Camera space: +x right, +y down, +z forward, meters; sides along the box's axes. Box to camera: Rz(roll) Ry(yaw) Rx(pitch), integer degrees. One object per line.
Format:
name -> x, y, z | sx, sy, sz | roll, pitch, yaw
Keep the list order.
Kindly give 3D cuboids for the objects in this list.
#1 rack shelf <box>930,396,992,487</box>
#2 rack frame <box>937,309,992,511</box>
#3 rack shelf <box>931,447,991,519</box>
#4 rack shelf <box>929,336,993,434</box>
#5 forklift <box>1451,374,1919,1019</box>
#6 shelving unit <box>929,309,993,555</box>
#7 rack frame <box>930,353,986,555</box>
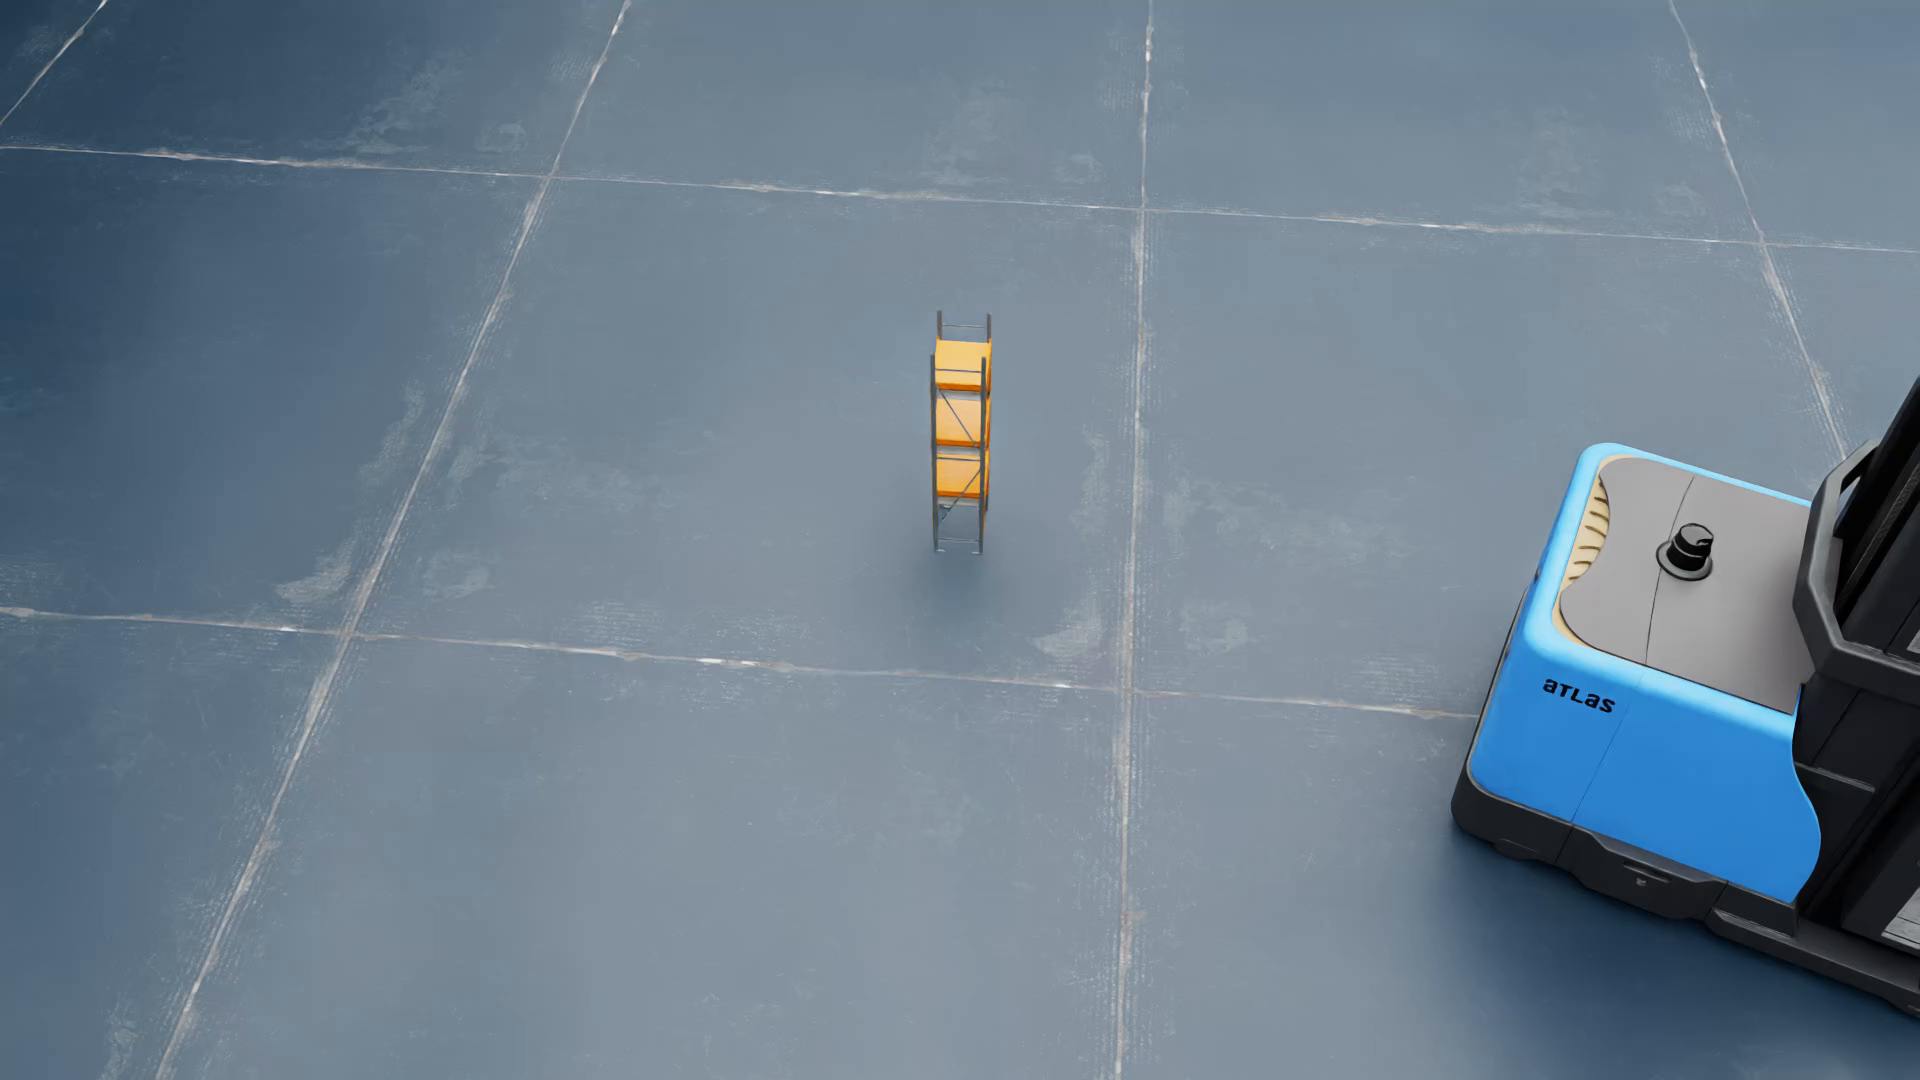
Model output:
rack shelf -> 0.005, -0.386, 6.406 | 0.215, 0.259, 0.240 | 4, 48, 4
rack frame -> 0.016, -0.483, 6.481 | 0.200, 1.050, 0.008 | 4, 48, 4
rack shelf -> 0.005, -0.199, 6.611 | 0.215, 0.259, 0.240 | 4, 48, 4
rack shelf -> 0.005, -0.578, 6.197 | 0.215, 0.259, 0.240 | 4, 48, 4
forklift -> 3.266, 0.181, 4.598 | 3.031, 2.935, 1.130 | 20, 51, 17
shelving unit -> 0.005, -0.394, 6.399 | 0.215, 1.050, 0.252 | 4, 48, 4
rack frame -> -0.006, -0.304, 6.317 | 0.200, 1.050, 0.008 | 4, 48, 4
